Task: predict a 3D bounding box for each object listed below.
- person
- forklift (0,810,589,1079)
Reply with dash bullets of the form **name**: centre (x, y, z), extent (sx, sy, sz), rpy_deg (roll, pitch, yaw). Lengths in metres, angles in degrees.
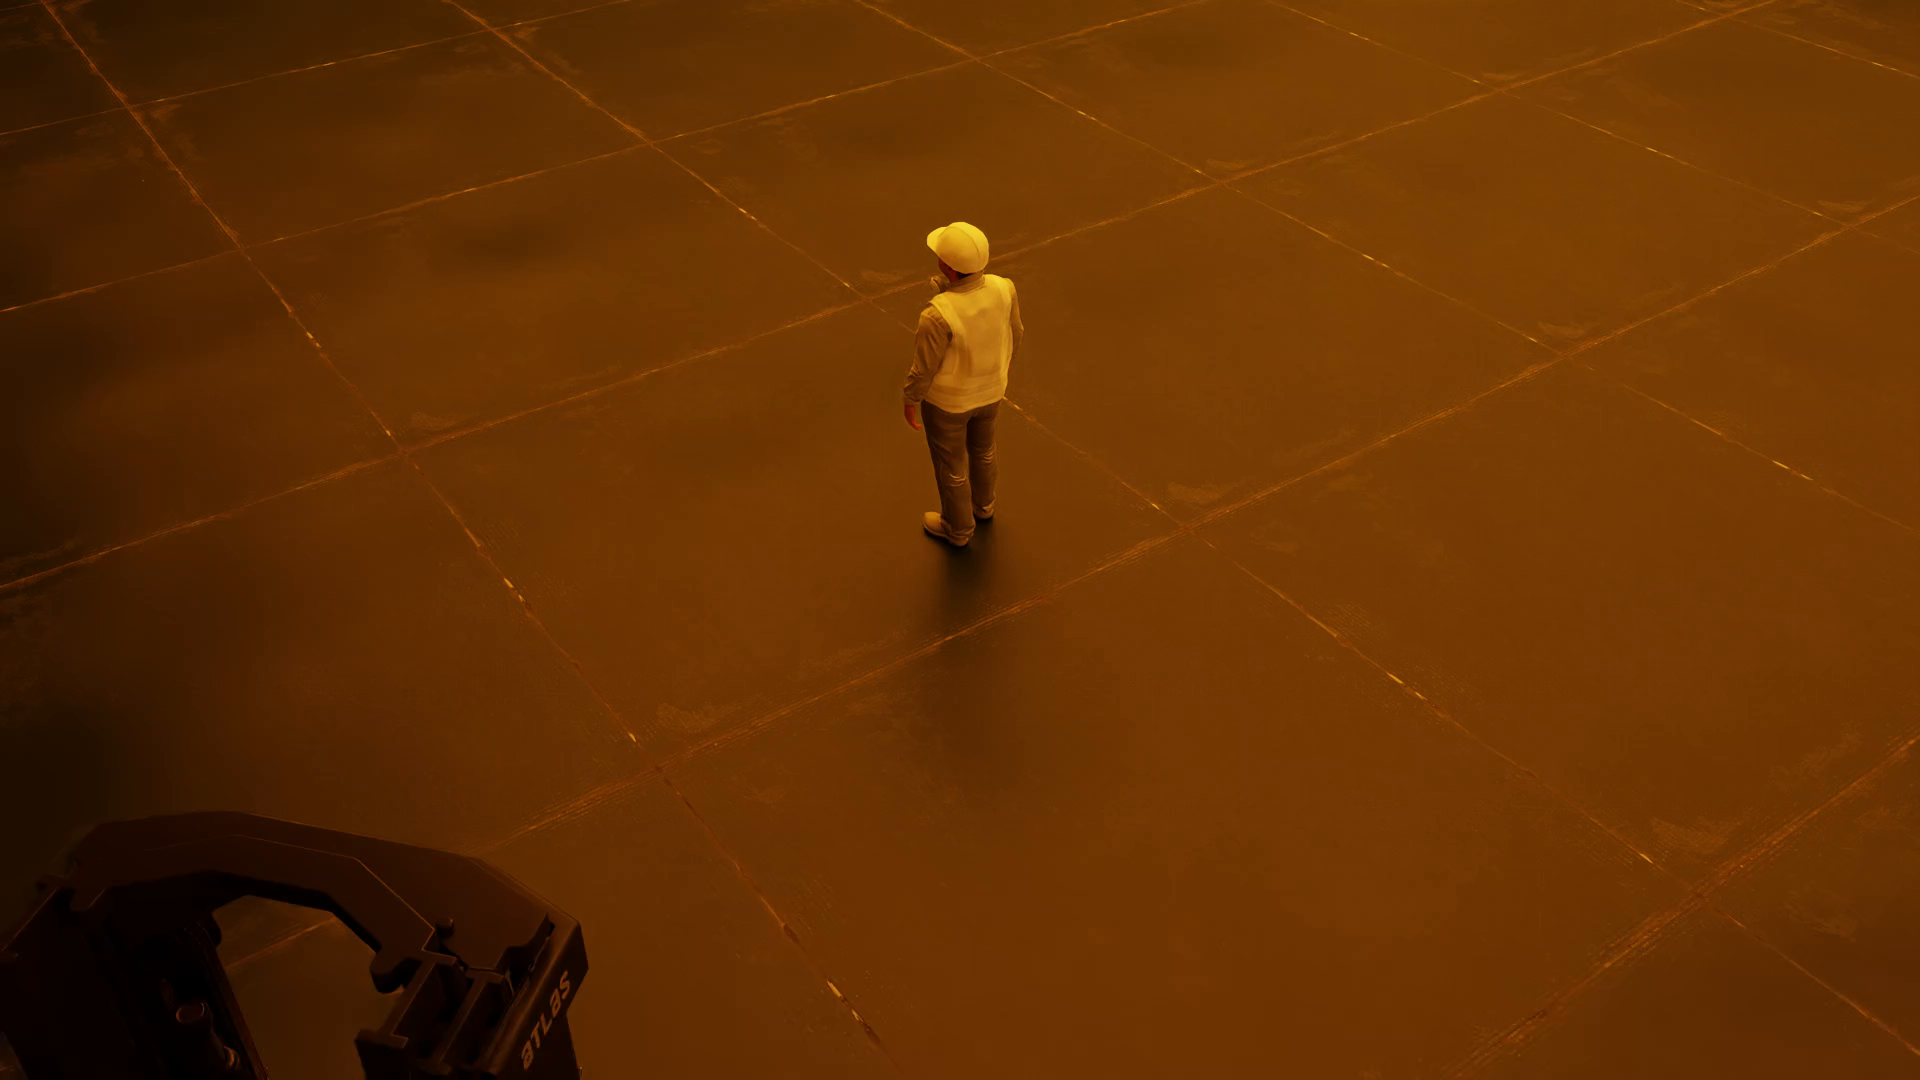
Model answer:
- **person**: centre (-0.031, -0.752, 7.923), extent (0.634, 1.775, 0.566), rpy_deg (-23, 42, -28)
- **forklift**: centre (-1.267, 2.072, 3.142), extent (1.130, 2.935, 3.031), rpy_deg (8, 37, 11)
